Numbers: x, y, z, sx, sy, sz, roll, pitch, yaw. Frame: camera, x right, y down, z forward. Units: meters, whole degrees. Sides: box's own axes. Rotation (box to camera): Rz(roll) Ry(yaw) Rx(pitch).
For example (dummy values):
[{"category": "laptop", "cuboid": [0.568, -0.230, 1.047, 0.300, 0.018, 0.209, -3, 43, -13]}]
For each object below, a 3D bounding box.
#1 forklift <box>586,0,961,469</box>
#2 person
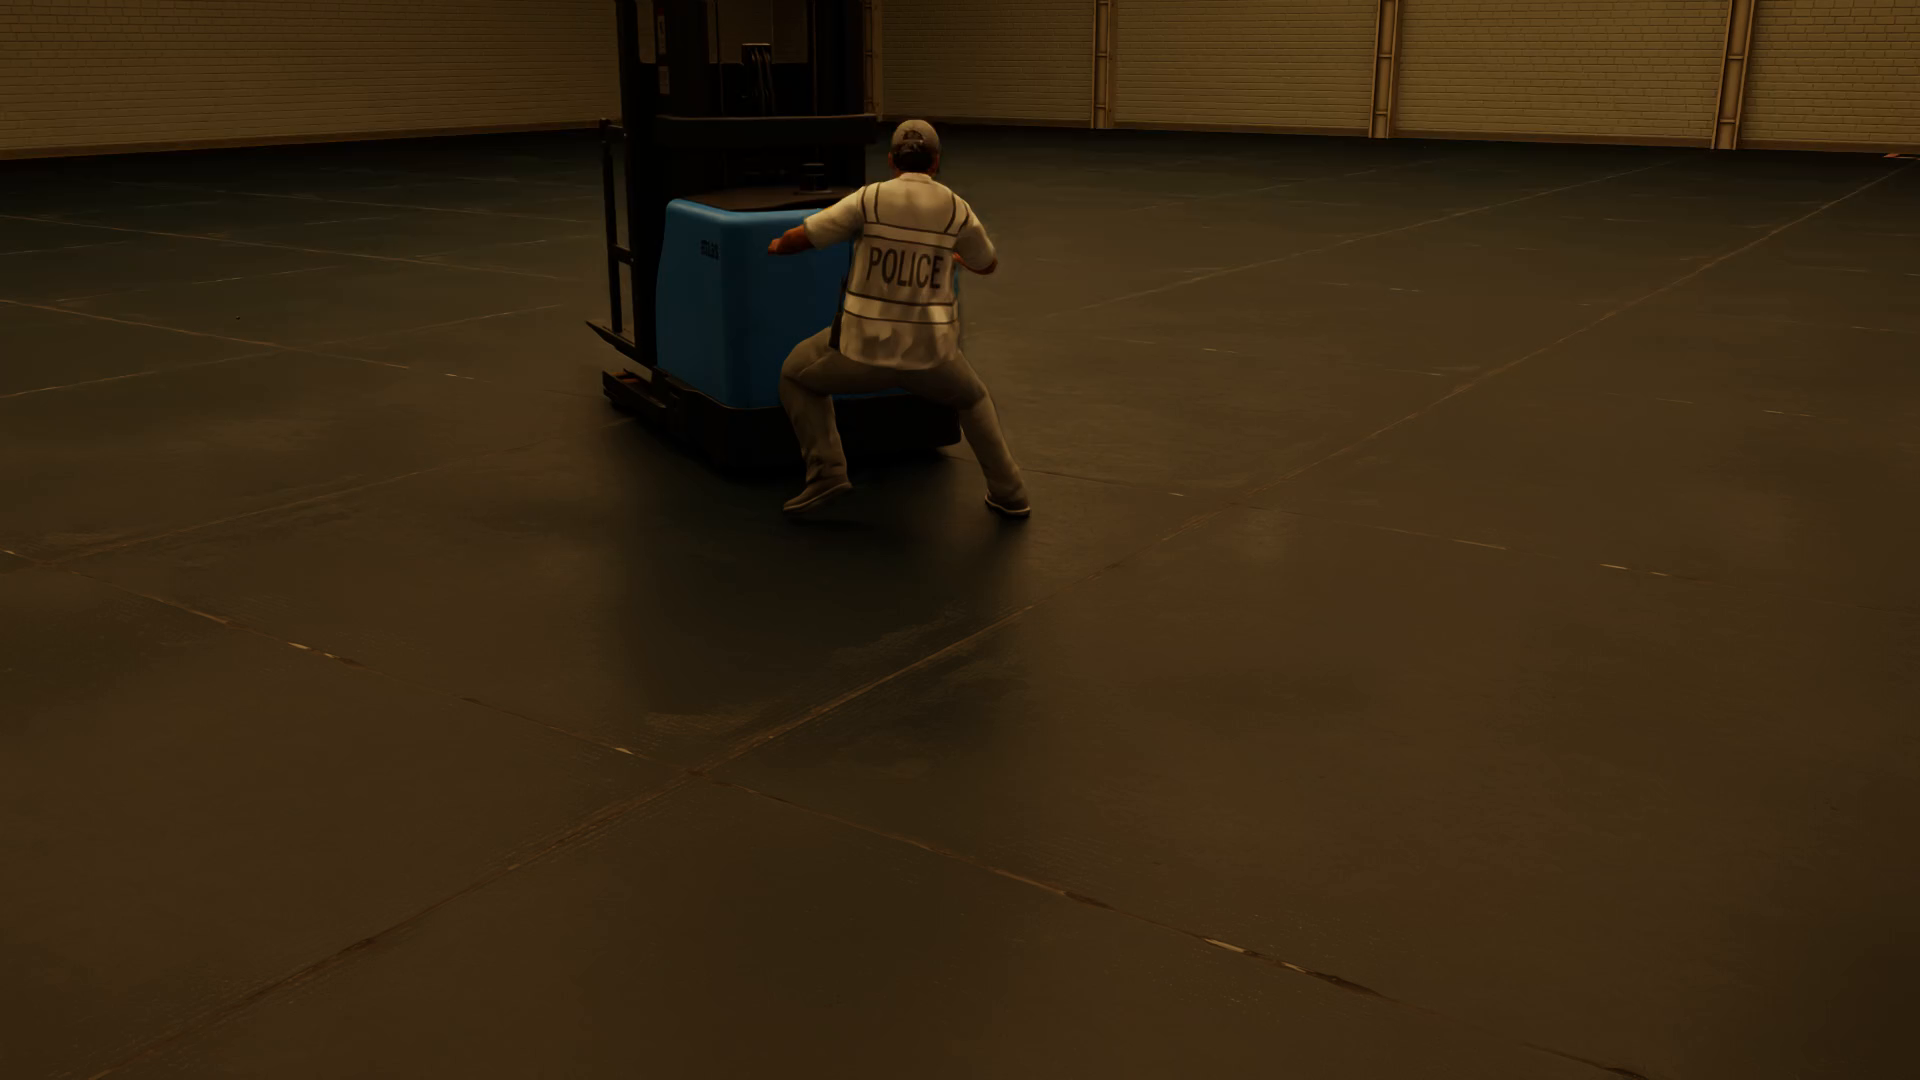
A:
[{"category": "forklift", "cuboid": [-1.104, -2.069, 7.751, 1.130, 2.935, 3.031, -8, 18, -25]}, {"category": "person", "cuboid": [-0.214, -0.777, 6.017, 0.957, 1.451, 0.737, -1, 17, -5]}]
